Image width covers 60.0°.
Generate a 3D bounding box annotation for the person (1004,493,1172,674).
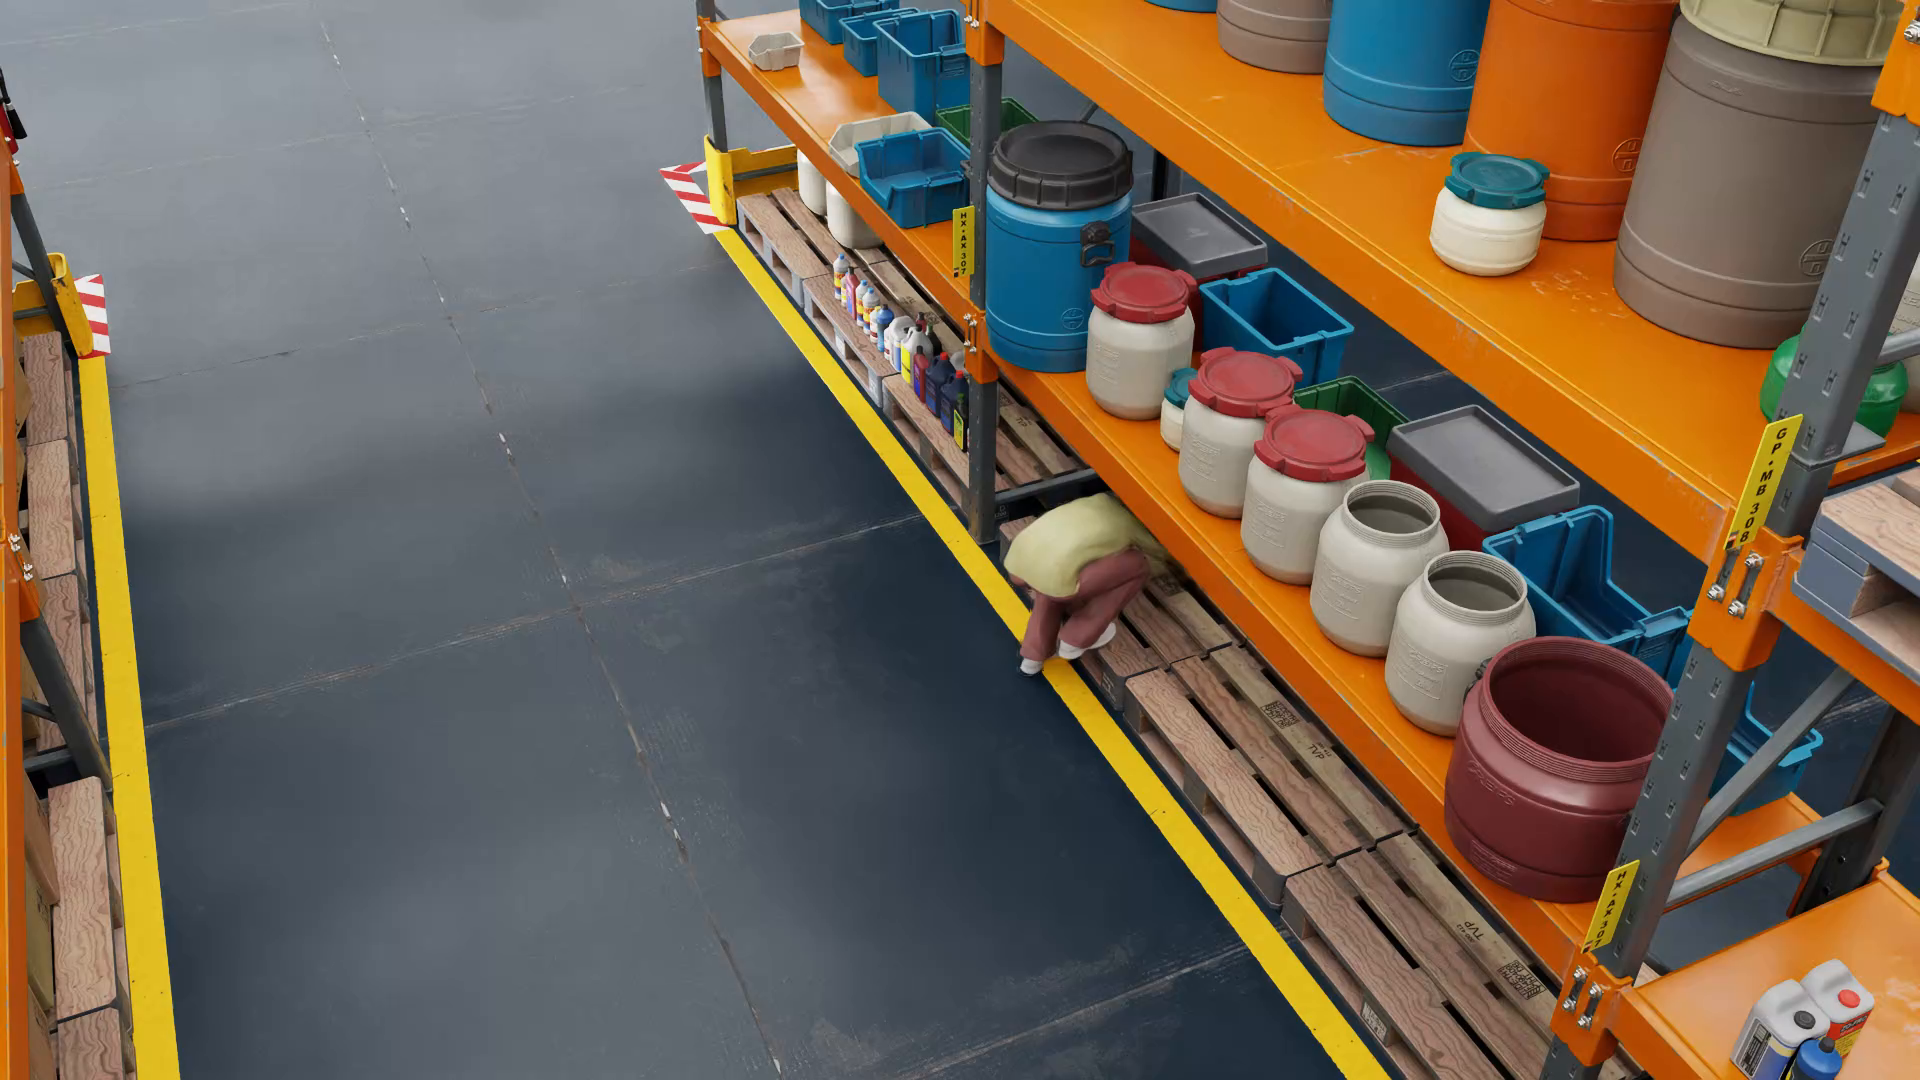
[{"bbox_3d":[0.668,0.128,7.345,1.132,0.865,0.488,-30,47,-33],"label":"person"}]
